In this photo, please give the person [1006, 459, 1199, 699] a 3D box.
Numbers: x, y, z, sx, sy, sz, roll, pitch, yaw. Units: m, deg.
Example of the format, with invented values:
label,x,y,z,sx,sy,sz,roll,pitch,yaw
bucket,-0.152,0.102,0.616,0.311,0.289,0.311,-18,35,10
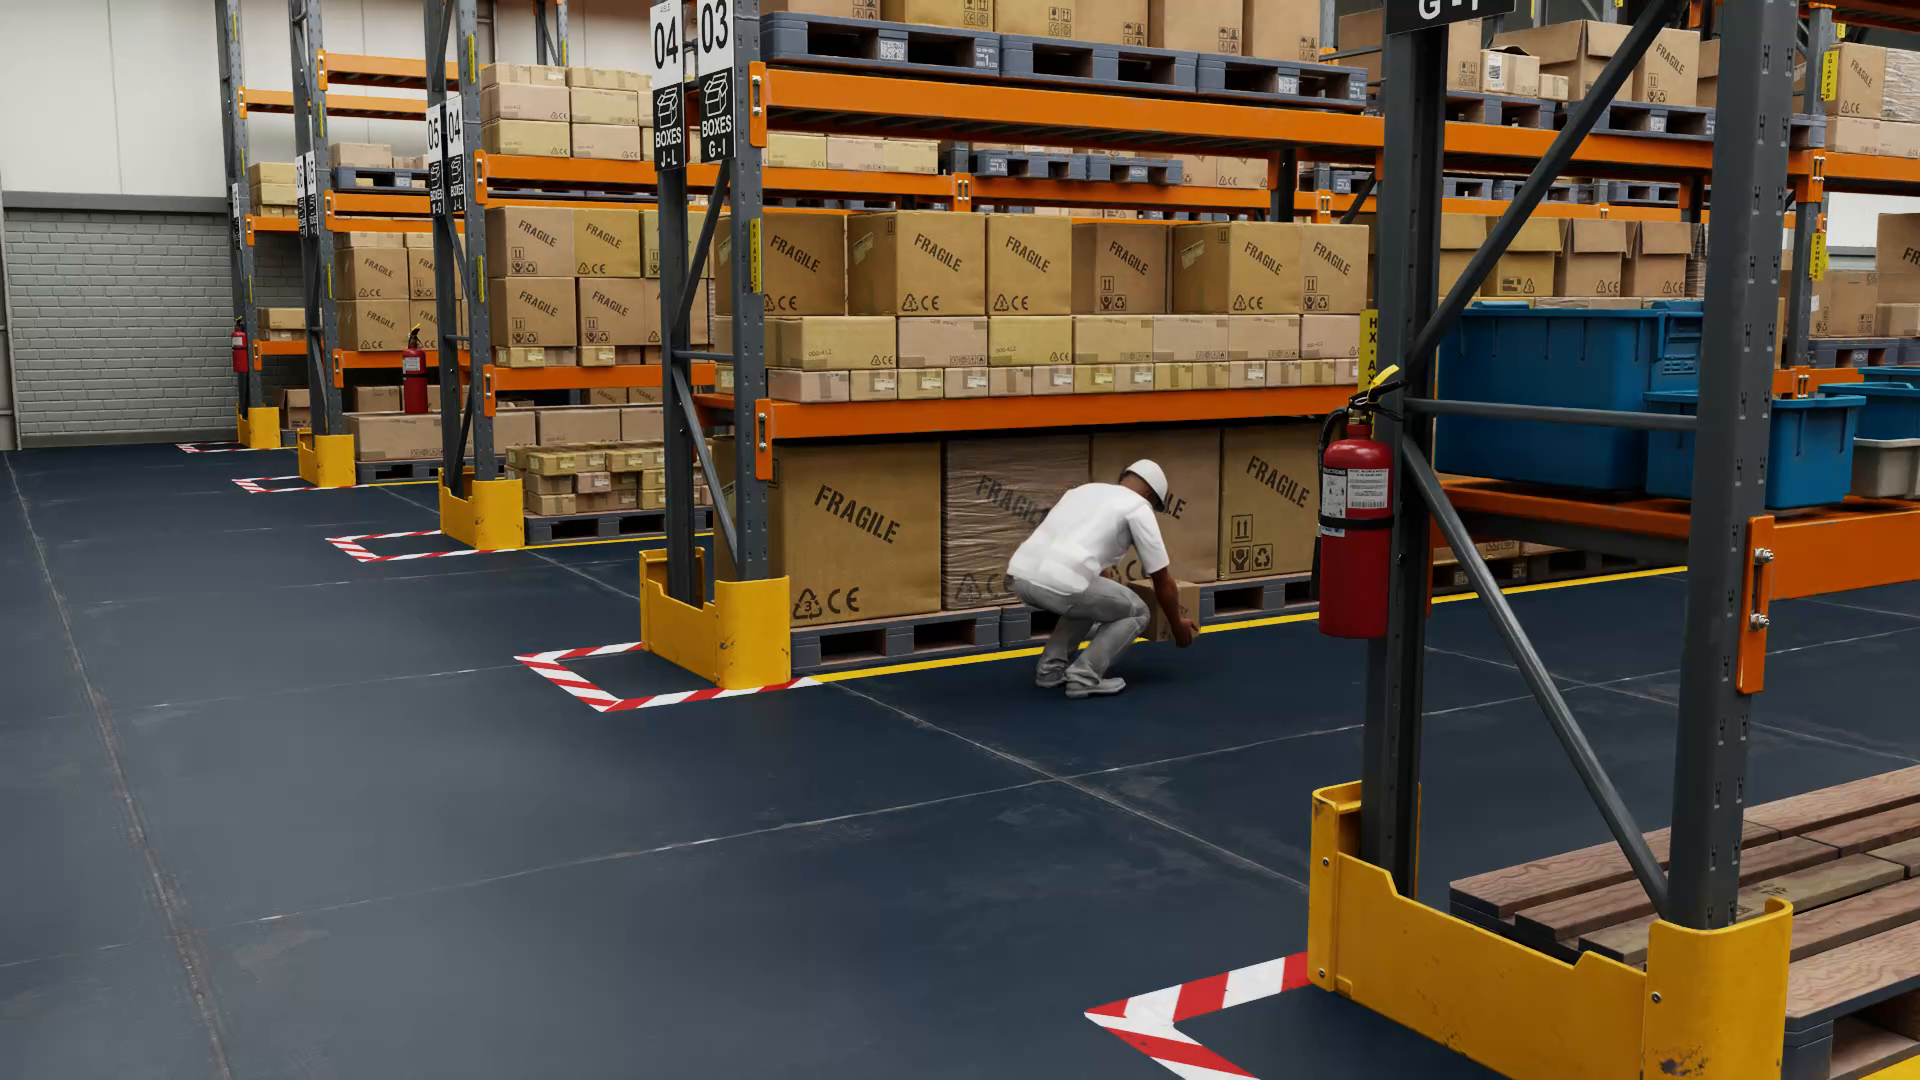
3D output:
label,x,y,z,sx,sy,sz,roll,pitch,yaw
person,0.625,0.162,7.703,0.892,1.040,0.587,-5,9,-31
